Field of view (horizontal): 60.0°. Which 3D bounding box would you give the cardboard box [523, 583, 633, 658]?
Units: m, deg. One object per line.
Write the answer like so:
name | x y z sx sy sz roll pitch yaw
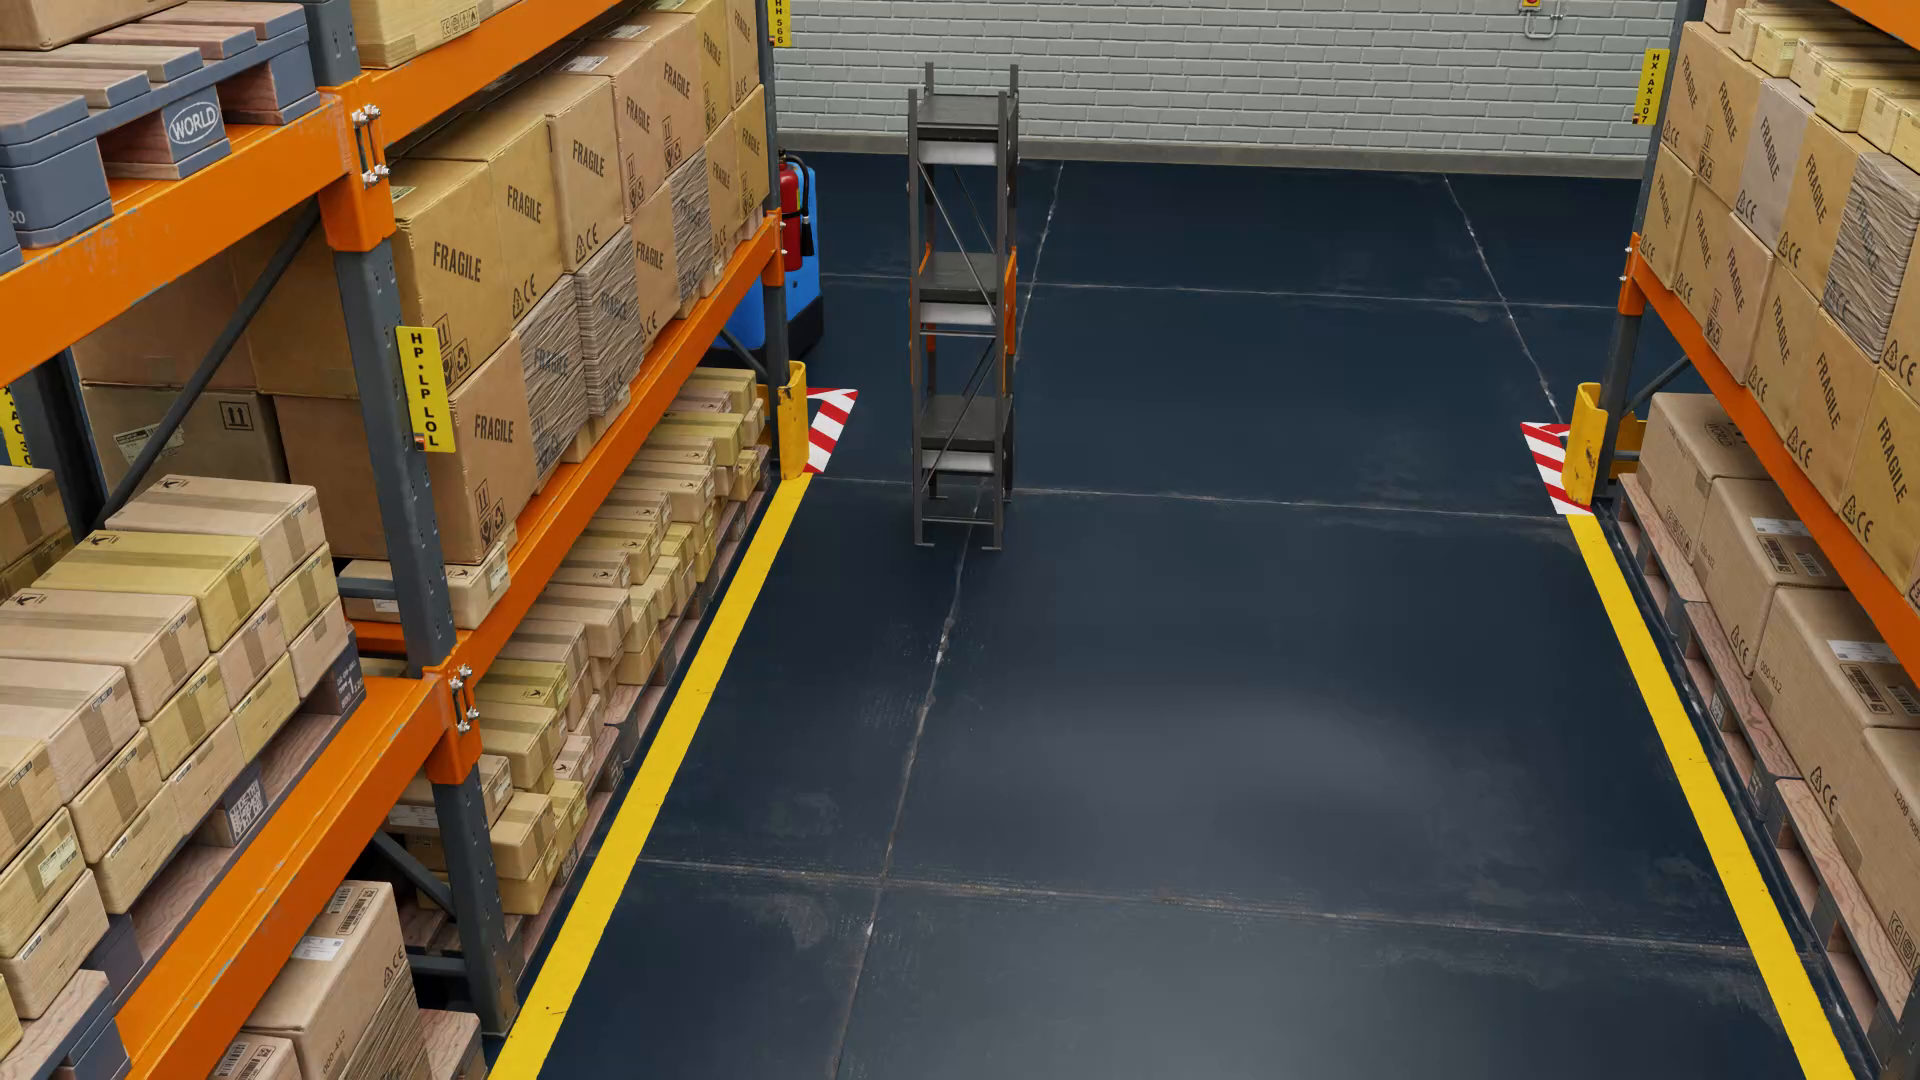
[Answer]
cardboard box | -1.404 0.287 5.990 0.380 0.149 0.250 4 29 7

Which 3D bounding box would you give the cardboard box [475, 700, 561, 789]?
cardboard box | -1.508 0.648 5.320 0.380 0.149 0.250 5 29 9

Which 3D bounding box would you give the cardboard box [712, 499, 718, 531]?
cardboard box | -1.282 -0.073 7.287 0.380 0.149 0.250 4 29 7

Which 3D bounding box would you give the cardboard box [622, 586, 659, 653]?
cardboard box | -1.363 0.292 6.295 0.380 0.149 0.250 3 28 6

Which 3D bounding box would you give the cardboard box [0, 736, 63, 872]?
cardboard box | -1.835 0.467 2.915 0.380 0.149 0.250 2 28 5

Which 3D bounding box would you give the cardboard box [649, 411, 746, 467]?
cardboard box | -1.165 -0.450 7.359 0.380 0.149 0.250 3 28 5

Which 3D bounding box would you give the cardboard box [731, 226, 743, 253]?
cardboard box | -1.185 -1.371 7.398 0.380 0.149 0.250 3 28 6

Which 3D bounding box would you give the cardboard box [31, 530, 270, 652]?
cardboard box | -1.736 0.107 3.584 0.380 0.149 0.250 3 28 5

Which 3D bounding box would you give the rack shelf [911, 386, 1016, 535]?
rack shelf | 0.020 -0.374 7.735 0.431 0.518 0.480 3 28 6

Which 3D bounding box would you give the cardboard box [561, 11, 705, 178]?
cardboard box | -1.284 -1.668 6.211 0.500 0.500 0.500 5 29 9

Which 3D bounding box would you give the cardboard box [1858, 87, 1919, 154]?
cardboard box | 3.033 -1.292 5.141 0.380 0.149 0.250 3 28 6

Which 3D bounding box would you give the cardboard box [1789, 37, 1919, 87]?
cardboard box | 3.147 -1.651 5.808 0.380 0.149 0.250 4 29 7

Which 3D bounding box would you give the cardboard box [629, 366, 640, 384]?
cardboard box | -1.389 -0.639 6.039 0.380 0.149 0.250 4 29 8

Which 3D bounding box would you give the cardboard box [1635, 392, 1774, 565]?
cardboard box | 3.585 -0.267 7.342 0.875 0.438 0.875 2 28 4

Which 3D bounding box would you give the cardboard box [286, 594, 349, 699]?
cardboard box | -1.700 0.240 3.963 0.380 0.149 0.250 3 28 5

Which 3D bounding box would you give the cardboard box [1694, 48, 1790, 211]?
cardboard box | 3.169 -1.558 6.319 0.500 0.500 0.500 3 28 5

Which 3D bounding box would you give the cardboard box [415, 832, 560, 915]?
cardboard box | -1.485 1.034 5.232 0.380 0.149 0.250 2 28 4

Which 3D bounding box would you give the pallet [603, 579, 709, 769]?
pallet | -1.654 0.450 6.693 1.003 0.211 1.213 3 28 6

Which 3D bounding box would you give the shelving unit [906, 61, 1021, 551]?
shelving unit | 0.020 -1.002 7.397 0.431 2.100 0.503 3 28 6

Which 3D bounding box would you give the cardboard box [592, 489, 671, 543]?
cardboard box | -1.380 -0.085 6.681 0.380 0.149 0.250 2 28 4

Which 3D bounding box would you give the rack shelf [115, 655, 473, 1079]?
rack shelf | -2.093 1.374 2.795 1.077 0.370 4.000 3 28 6

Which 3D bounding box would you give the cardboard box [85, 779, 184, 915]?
cardboard box | -1.795 0.598 3.300 0.380 0.149 0.250 2 28 4

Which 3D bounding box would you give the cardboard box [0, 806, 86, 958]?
cardboard box | -1.828 0.602 2.979 0.380 0.149 0.250 2 28 4

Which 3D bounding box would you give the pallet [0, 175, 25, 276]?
pallet | -2.154 -0.349 2.270 1.213 0.211 1.003 3 28 6

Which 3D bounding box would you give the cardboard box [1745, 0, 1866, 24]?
cardboard box | 3.287 -2.018 6.489 0.380 0.149 0.250 4 29 7

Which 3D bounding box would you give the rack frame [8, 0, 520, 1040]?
rack frame | -1.848 0.116 4.372 1.000 3.000 0.127 3 28 6

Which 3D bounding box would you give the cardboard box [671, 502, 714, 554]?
cardboard box | -1.252 -0.073 6.973 0.380 0.149 0.250 4 29 7

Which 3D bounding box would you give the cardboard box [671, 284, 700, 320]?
cardboard box | -1.271 -1.009 6.724 0.380 0.149 0.250 2 28 4

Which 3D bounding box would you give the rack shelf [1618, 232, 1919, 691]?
rack shelf | 3.322 -0.268 5.844 1.077 0.370 4.000 3 28 6

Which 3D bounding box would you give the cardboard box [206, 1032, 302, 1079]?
cardboard box | -1.765 1.308 3.562 0.500 0.250 0.500 5 29 9

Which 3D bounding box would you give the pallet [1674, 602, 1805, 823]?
pallet | 3.395 0.655 6.312 1.003 0.211 1.213 3 28 6

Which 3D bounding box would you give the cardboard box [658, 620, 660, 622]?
cardboard box | -1.410 0.292 6.608 0.380 0.149 0.250 4 29 8

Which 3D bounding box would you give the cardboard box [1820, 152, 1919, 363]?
cardboard box | 2.984 -0.845 4.996 0.500 0.500 0.500 4 29 7

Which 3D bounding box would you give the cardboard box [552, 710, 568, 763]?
cardboard box | -1.550 0.662 5.608 0.380 0.149 0.250 3 28 6

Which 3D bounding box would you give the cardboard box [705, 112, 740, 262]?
cardboard box | -1.226 -1.473 6.903 0.500 0.500 0.500 3 28 5

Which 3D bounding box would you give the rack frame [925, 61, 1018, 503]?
rack frame | 0.050 -1.117 7.610 0.400 2.100 0.015 3 28 6

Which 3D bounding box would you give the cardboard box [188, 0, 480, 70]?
cardboard box | -1.530 -1.341 4.072 0.500 0.250 0.500 5 29 9

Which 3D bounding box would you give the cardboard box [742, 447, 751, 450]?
cardboard box | -1.216 -0.437 7.961 0.380 0.149 0.250 4 29 7

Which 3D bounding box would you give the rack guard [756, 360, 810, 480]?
rack guard | -1.367 -0.631 8.393 1.175 0.500 0.348 3 28 6

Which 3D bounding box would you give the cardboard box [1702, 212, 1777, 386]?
cardboard box | 3.109 -0.883 6.121 0.500 0.500 0.500 3 28 6

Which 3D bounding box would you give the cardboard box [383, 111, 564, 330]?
cardboard box | -1.503 -0.942 4.863 0.500 0.500 0.500 3 28 5

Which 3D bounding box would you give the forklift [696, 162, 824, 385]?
forklift | -2.384 -2.479 9.261 3.031 2.935 1.130 9 29 15

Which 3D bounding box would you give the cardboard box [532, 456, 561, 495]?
cardboard box | -1.511 -0.270 5.353 0.380 0.149 0.250 2 28 4

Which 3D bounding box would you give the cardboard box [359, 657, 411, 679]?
cardboard box | -2.048 0.502 5.592 0.380 0.149 0.250 3 28 6

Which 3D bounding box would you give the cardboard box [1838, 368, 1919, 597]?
cardboard box | 2.938 -0.163 4.785 0.500 0.500 0.500 3 28 5

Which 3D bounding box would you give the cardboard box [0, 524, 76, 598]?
cardboard box | -2.353 0.070 3.967 0.380 0.149 0.250 4 29 7

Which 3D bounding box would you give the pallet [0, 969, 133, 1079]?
pallet | -2.136 1.149 2.656 1.003 0.211 1.213 3 28 6

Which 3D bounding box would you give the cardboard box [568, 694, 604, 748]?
cardboard box | -1.492 0.666 5.914 0.380 0.149 0.250 3 28 5

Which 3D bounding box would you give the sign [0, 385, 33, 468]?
sign | -2.388 -0.293 4.218 0.100 0.325 0.005 3 28 6

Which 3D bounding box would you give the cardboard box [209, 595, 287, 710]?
cardboard box | -1.732 0.234 3.662 0.380 0.149 0.250 4 29 7

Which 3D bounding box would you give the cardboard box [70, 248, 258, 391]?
cardboard box | -2.059 -0.736 4.480 0.500 0.500 0.500 2 28 4

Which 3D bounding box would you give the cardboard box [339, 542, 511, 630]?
cardboard box | -1.489 0.112 4.644 0.380 0.149 0.250 4 29 8

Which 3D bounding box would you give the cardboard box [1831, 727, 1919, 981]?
cardboard box | 3.260 1.010 4.971 0.875 0.438 0.875 3 28 5

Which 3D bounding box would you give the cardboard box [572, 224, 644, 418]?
cardboard box | -1.387 -0.746 5.552 0.500 0.500 0.500 3 28 5
